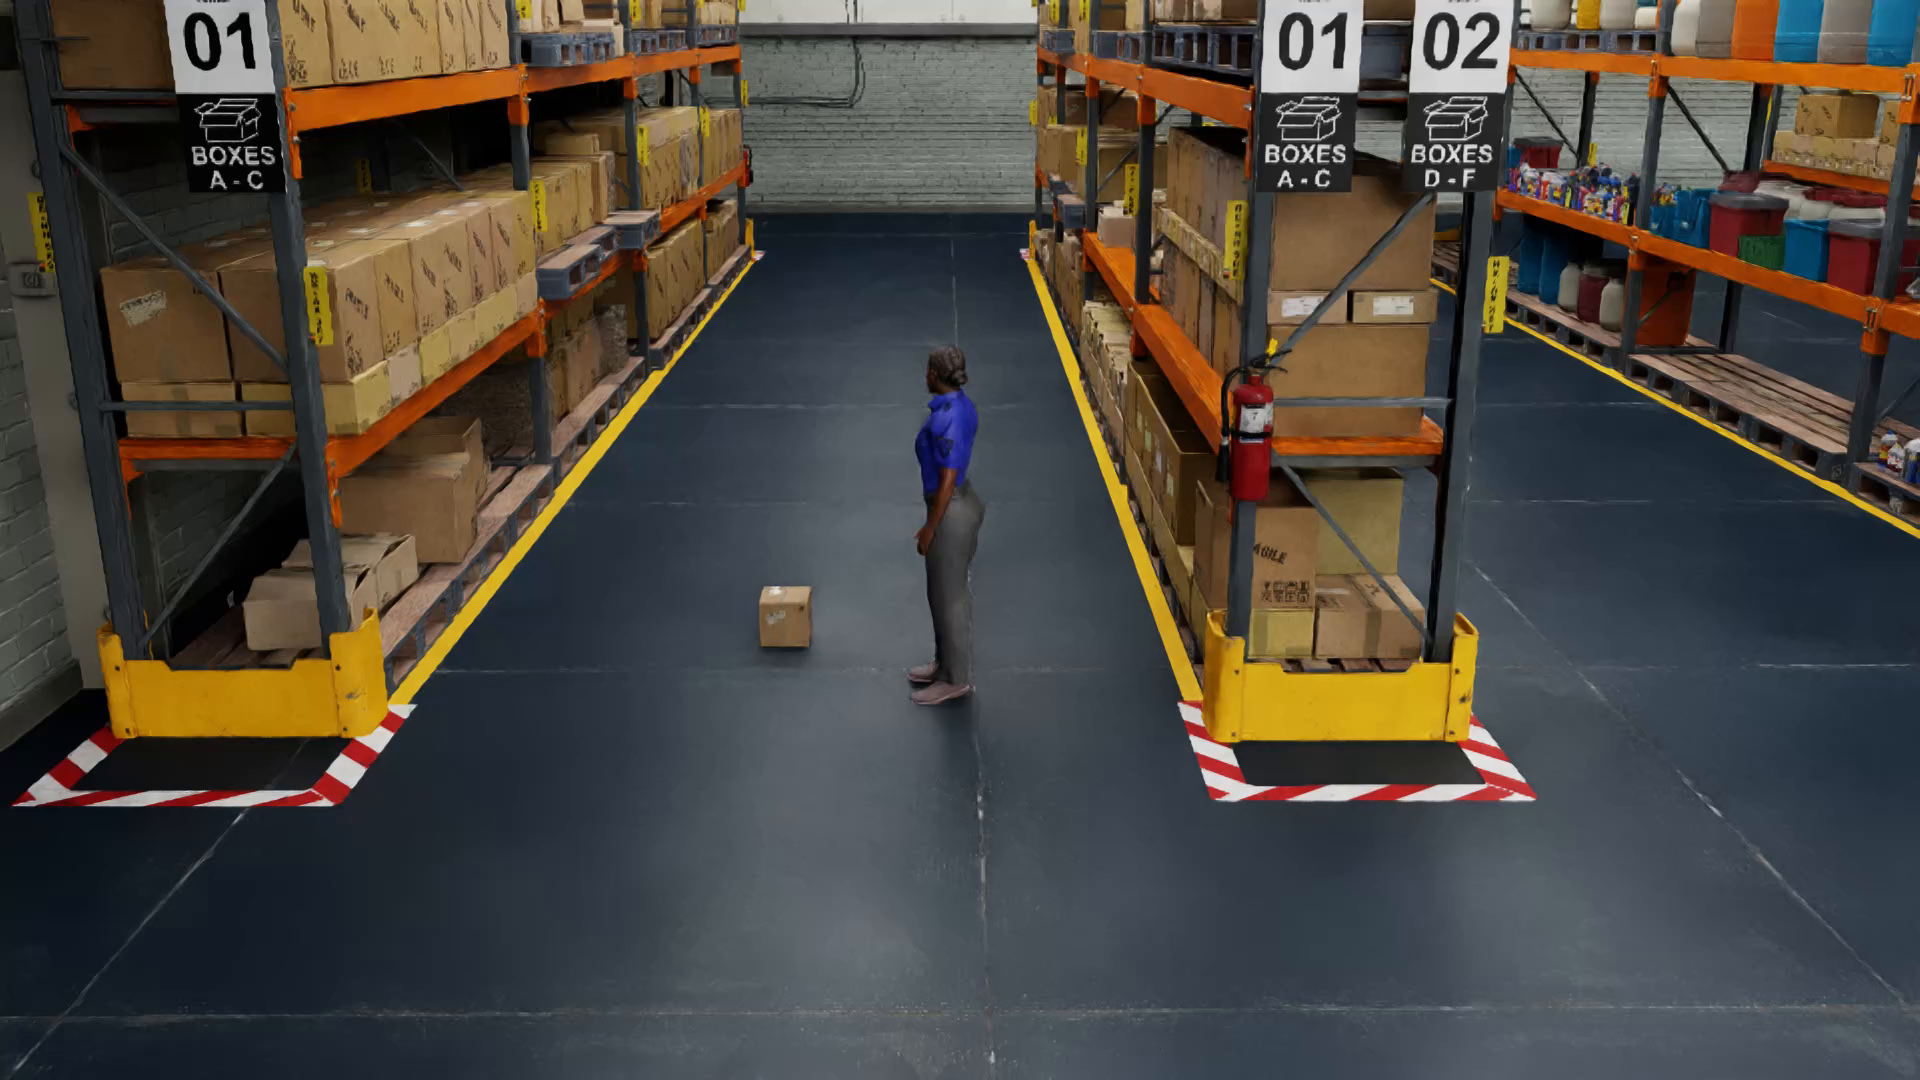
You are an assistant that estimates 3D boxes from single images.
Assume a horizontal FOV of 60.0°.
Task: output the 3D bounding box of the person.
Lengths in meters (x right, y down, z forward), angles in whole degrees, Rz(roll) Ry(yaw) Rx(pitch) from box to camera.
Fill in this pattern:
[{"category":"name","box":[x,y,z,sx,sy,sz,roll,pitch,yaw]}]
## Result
[{"category":"person","box":[-0.077,-0.080,7.796,0.375,1.700,0.500,3,18,10]}]
